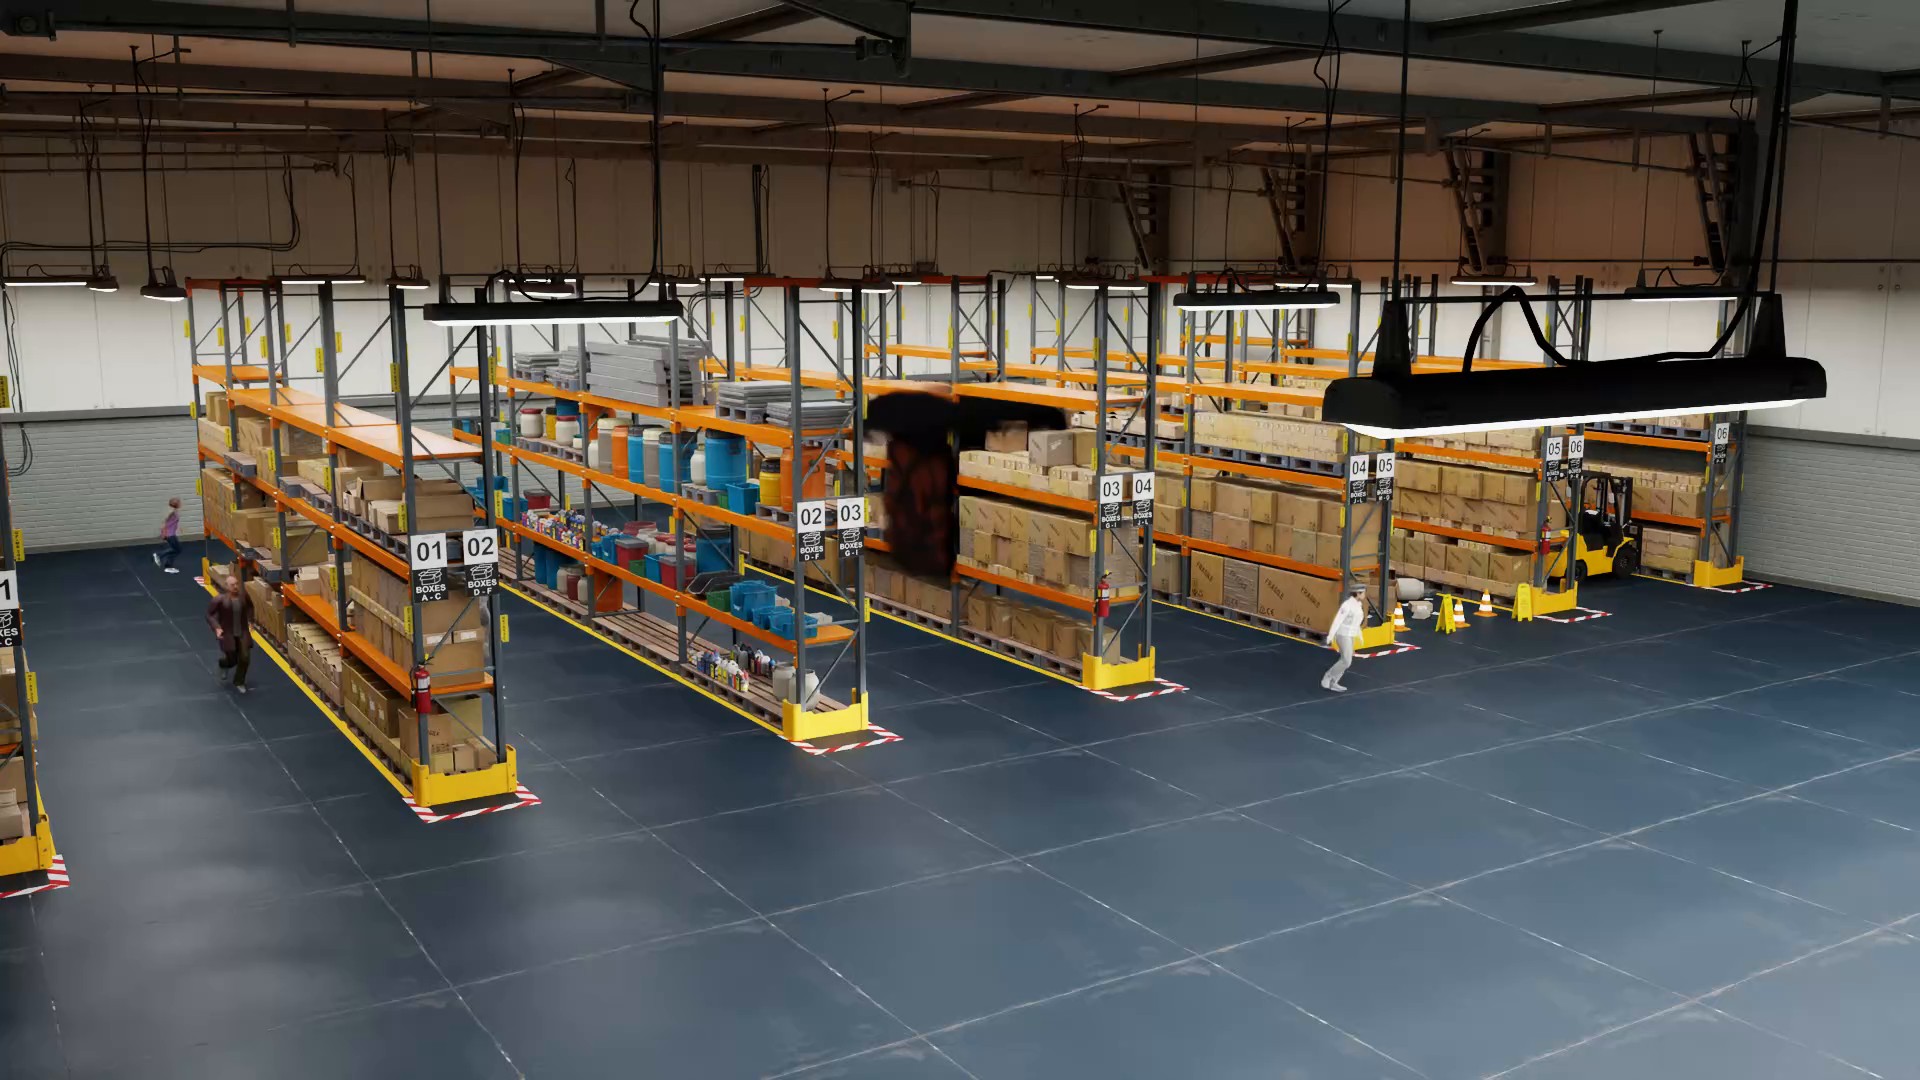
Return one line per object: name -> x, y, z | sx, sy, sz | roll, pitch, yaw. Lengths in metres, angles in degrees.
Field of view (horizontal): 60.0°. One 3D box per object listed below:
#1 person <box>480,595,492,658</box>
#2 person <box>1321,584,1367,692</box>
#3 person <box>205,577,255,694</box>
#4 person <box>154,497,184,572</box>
person -> -7.668, 1.116, 26.107 | 1.070, 1.595, 0.735 | 8, 12, 38
person -> 5.695, 1.441, 24.602 | 0.551, 1.625, 0.632 | 6, 11, 33
person -> -10.808, 1.383, 24.694 | 0.728, 1.734, 0.721 | -9, 13, -43
person -> -16.218, -0.103, 34.059 | 0.598, 1.538, 0.524 | -4, 10, -24
